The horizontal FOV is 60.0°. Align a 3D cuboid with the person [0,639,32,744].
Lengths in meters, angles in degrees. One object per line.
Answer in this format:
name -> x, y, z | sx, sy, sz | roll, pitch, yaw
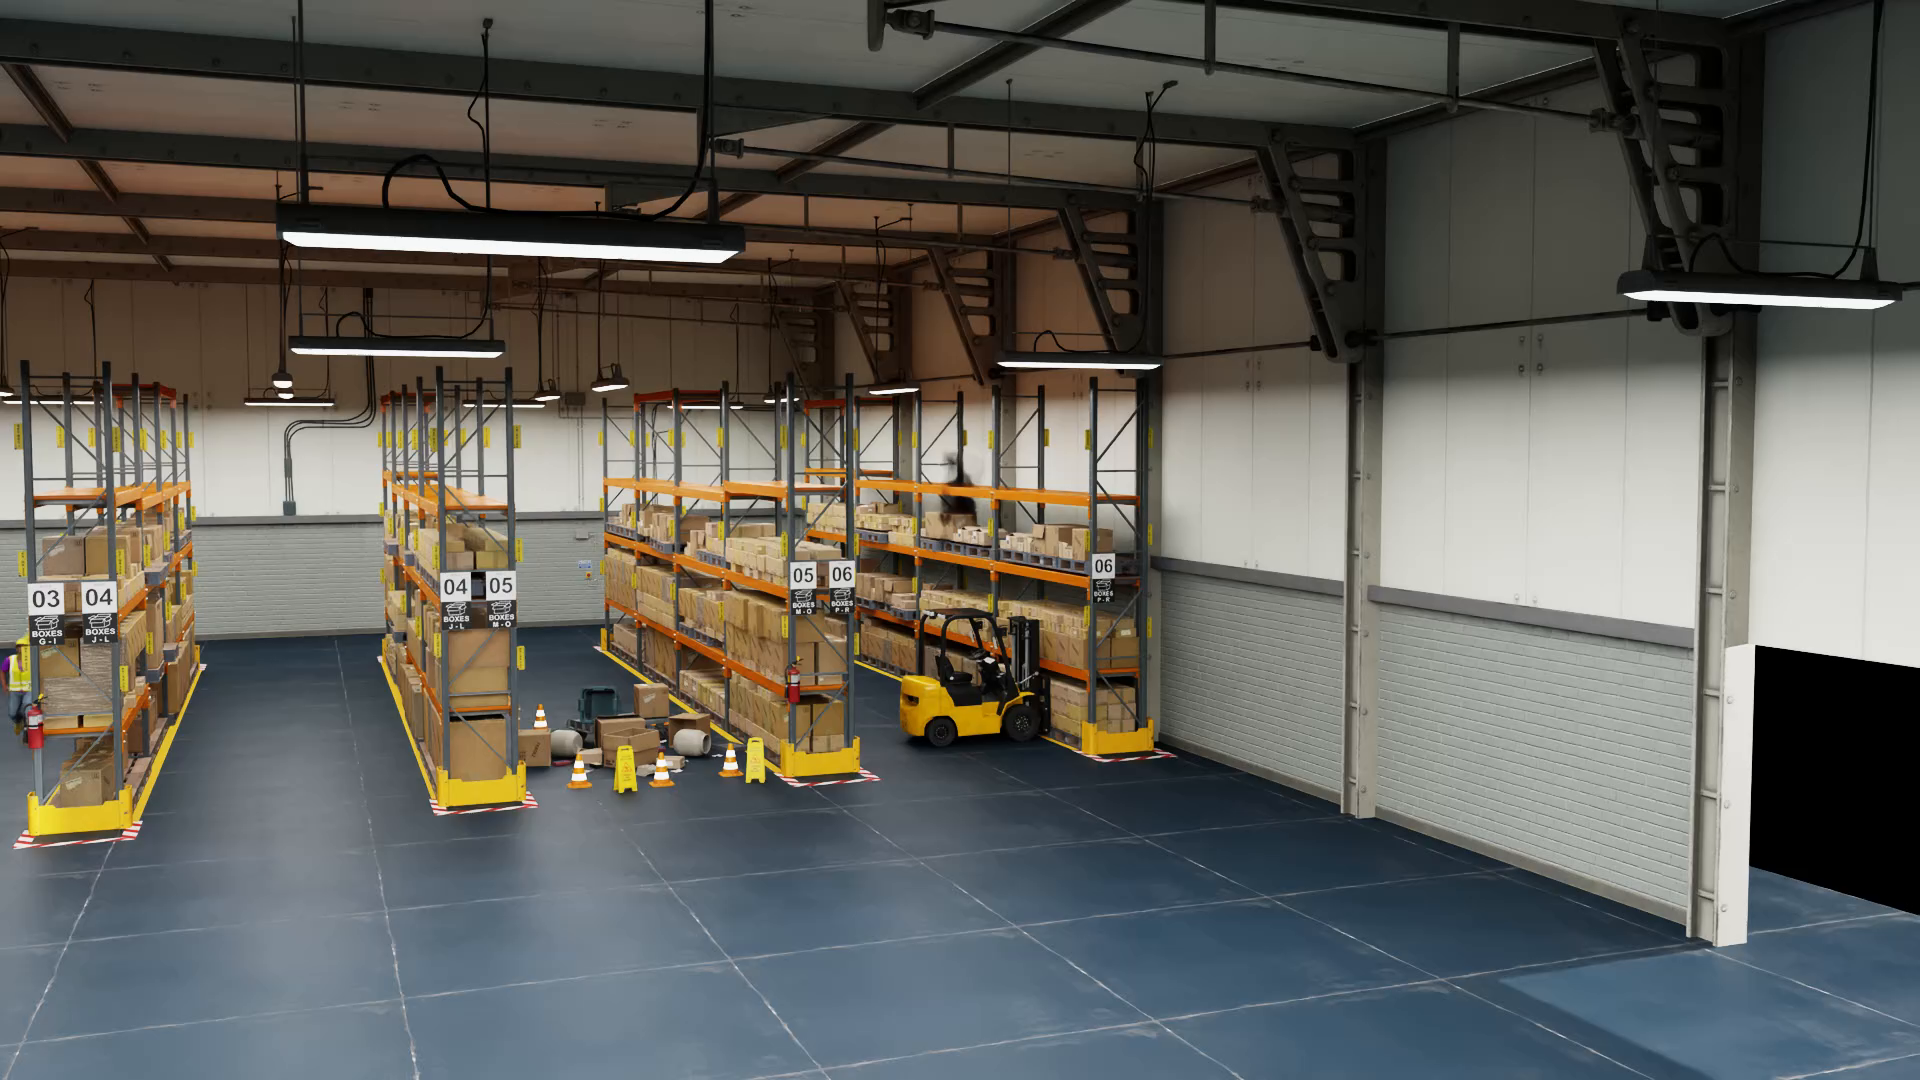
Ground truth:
person -> -15.454, 2.493, 27.442 | 0.730, 1.726, 0.594 | -1, 4, -17
